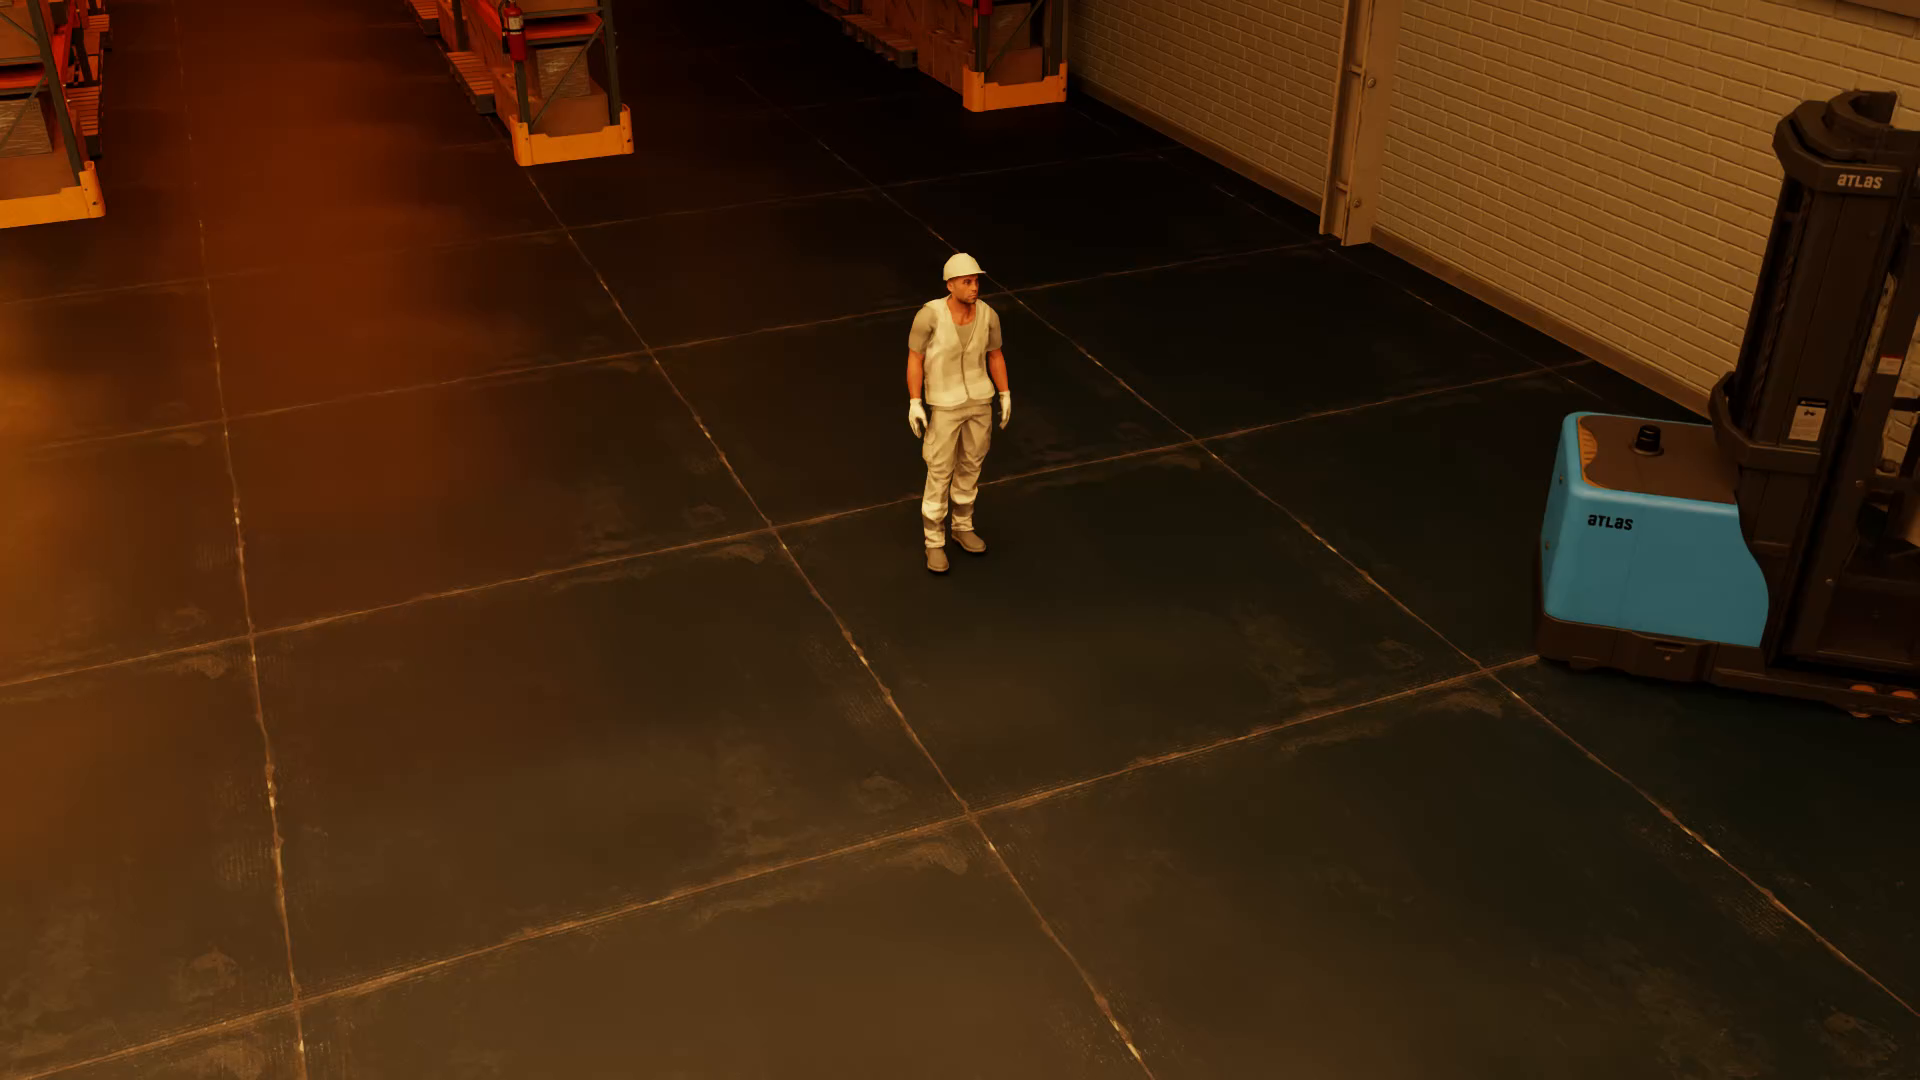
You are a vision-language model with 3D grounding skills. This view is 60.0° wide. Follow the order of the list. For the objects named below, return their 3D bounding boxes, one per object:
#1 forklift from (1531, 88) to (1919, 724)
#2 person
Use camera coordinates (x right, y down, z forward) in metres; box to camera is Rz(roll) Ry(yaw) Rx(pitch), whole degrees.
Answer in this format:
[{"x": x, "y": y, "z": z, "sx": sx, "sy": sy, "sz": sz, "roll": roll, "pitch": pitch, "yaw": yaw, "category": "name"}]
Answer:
[{"x": 4.652, "y": -0.635, "z": 8.230, "sx": 3.031, "sy": 2.935, "sz": 1.130, "roll": 8, "pitch": 31, "yaw": 14, "category": "forklift"}, {"x": 0.020, "y": -0.744, "z": 9.557, "sx": 0.637, "sy": 1.787, "sz": 0.564, "roll": -12, "pitch": 32, "yaw": -20, "category": "person"}]
